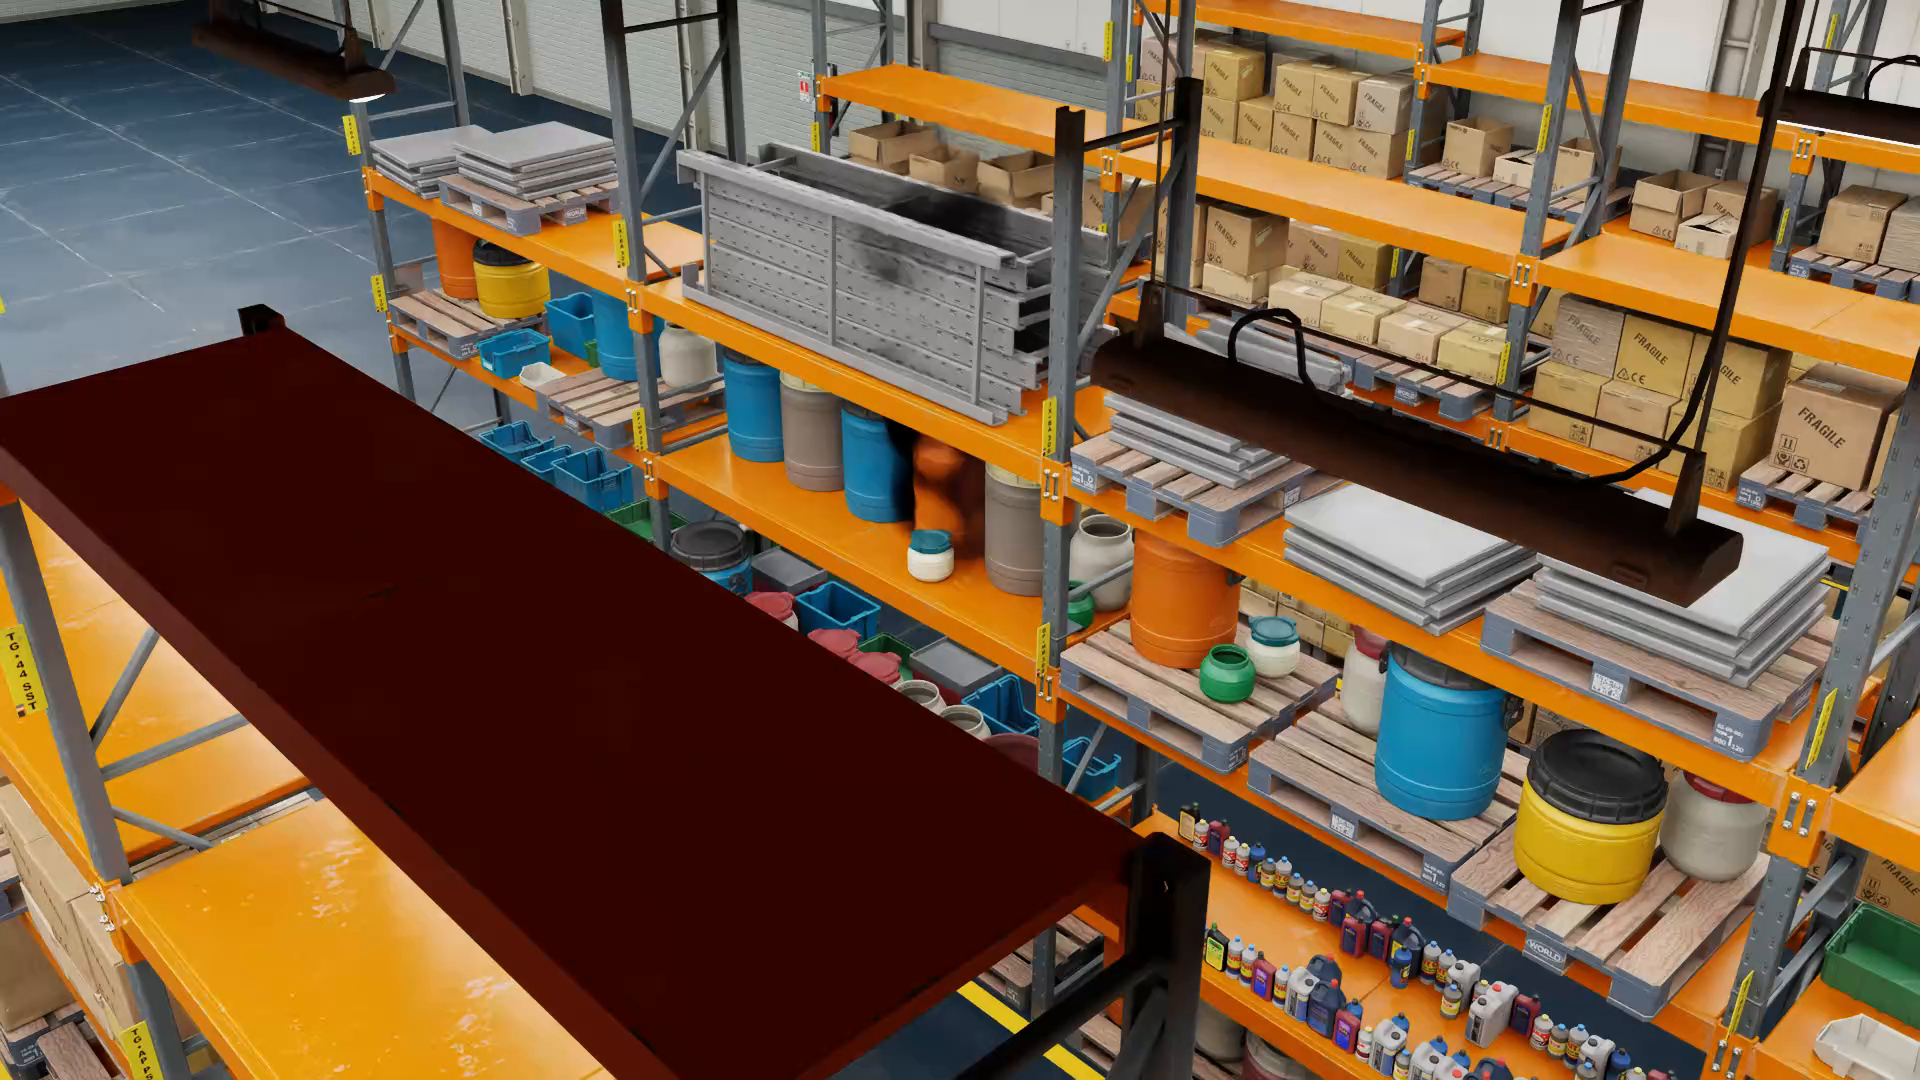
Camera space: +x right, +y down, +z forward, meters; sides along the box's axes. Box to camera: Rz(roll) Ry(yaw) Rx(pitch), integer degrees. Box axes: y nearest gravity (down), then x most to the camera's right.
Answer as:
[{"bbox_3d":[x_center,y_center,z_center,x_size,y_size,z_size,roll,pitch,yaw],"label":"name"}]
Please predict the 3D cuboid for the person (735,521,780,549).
[{"bbox_3d":[-1.889,-0.163,15.279,0.805,1.796,0.643,22,35,35],"label":"person"}]
